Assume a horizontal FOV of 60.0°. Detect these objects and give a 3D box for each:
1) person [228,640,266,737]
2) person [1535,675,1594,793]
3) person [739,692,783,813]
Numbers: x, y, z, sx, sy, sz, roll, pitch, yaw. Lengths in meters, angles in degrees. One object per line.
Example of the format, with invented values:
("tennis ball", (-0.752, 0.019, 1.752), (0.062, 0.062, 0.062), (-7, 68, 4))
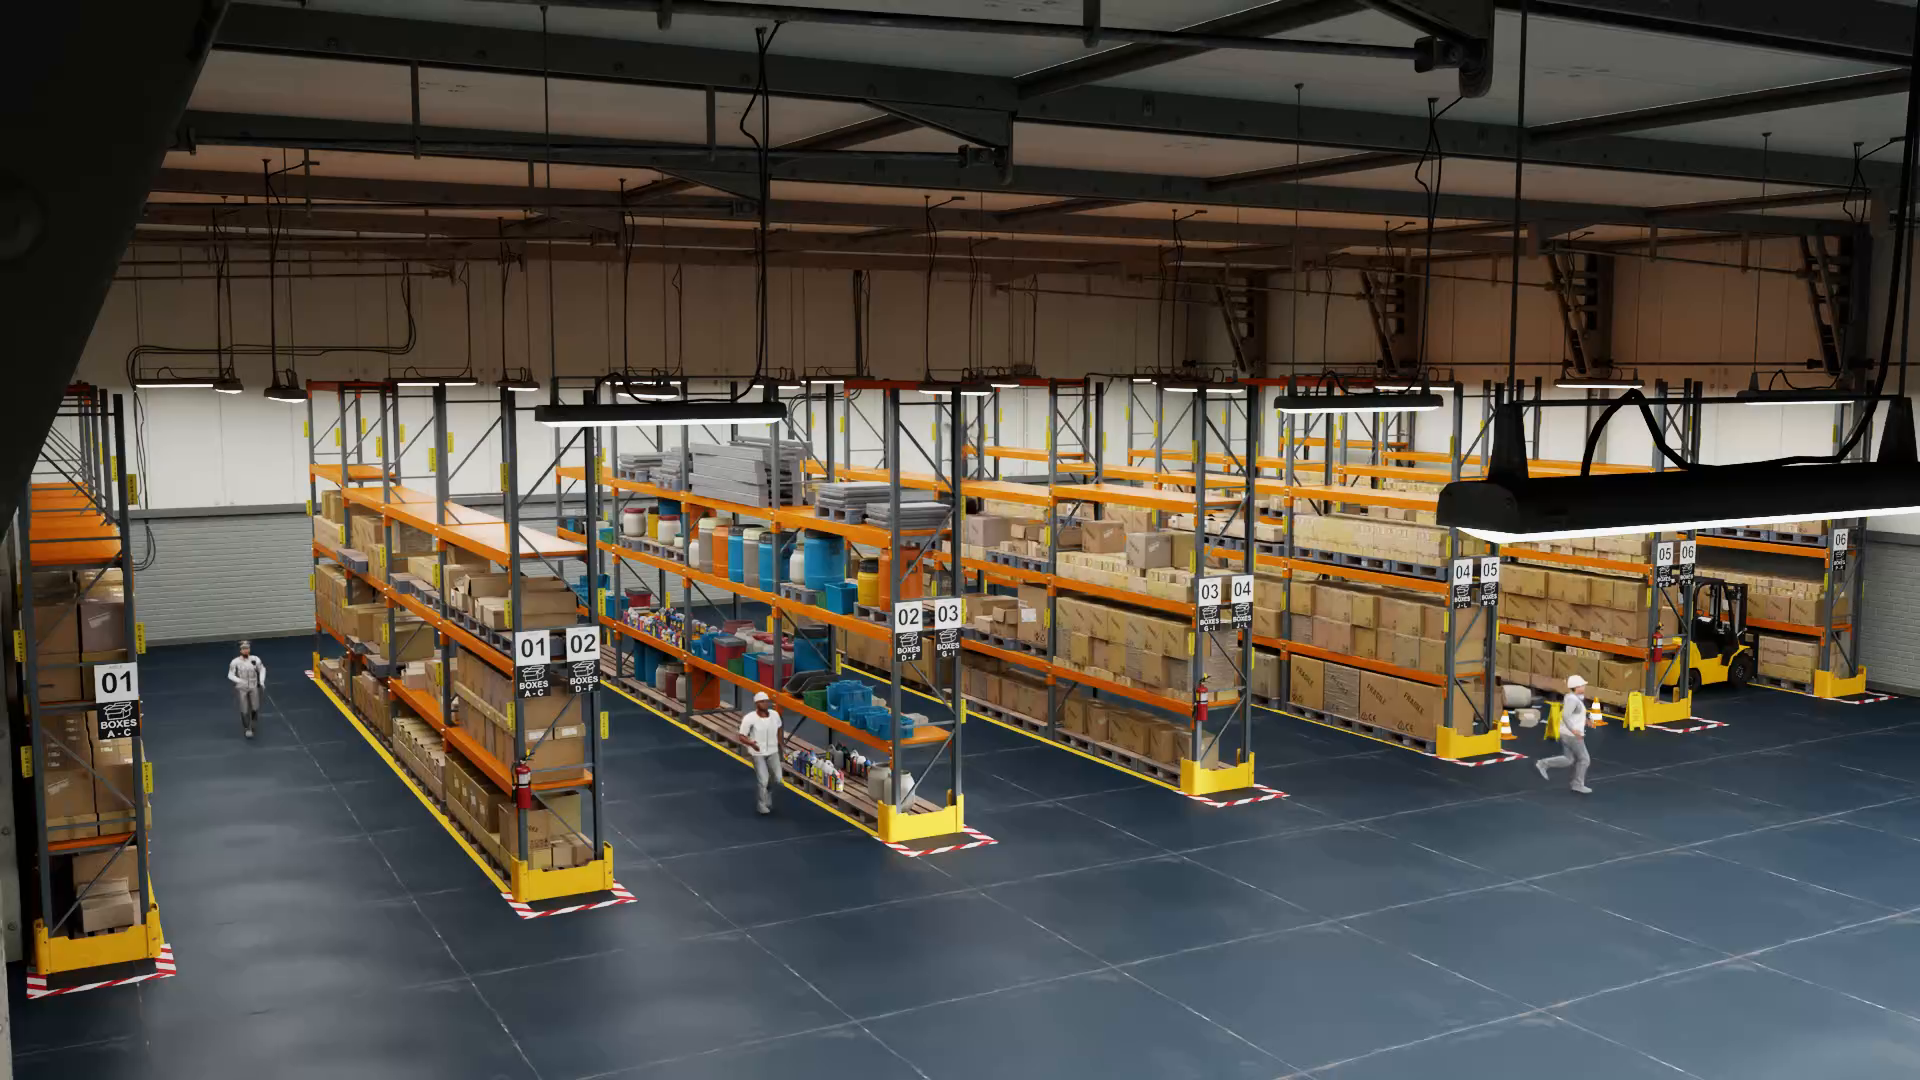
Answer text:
("person", (-12.052, 2.518, 28.160), (0.604, 1.659, 0.538), (-3, 7, -28))
("person", (8.974, 2.859, 24.617), (0.831, 1.746, 0.645), (1, 6, 14))
("person", (-2.739, 2.989, 23.360), (0.692, 1.720, 0.591), (-3, 7, -29))
